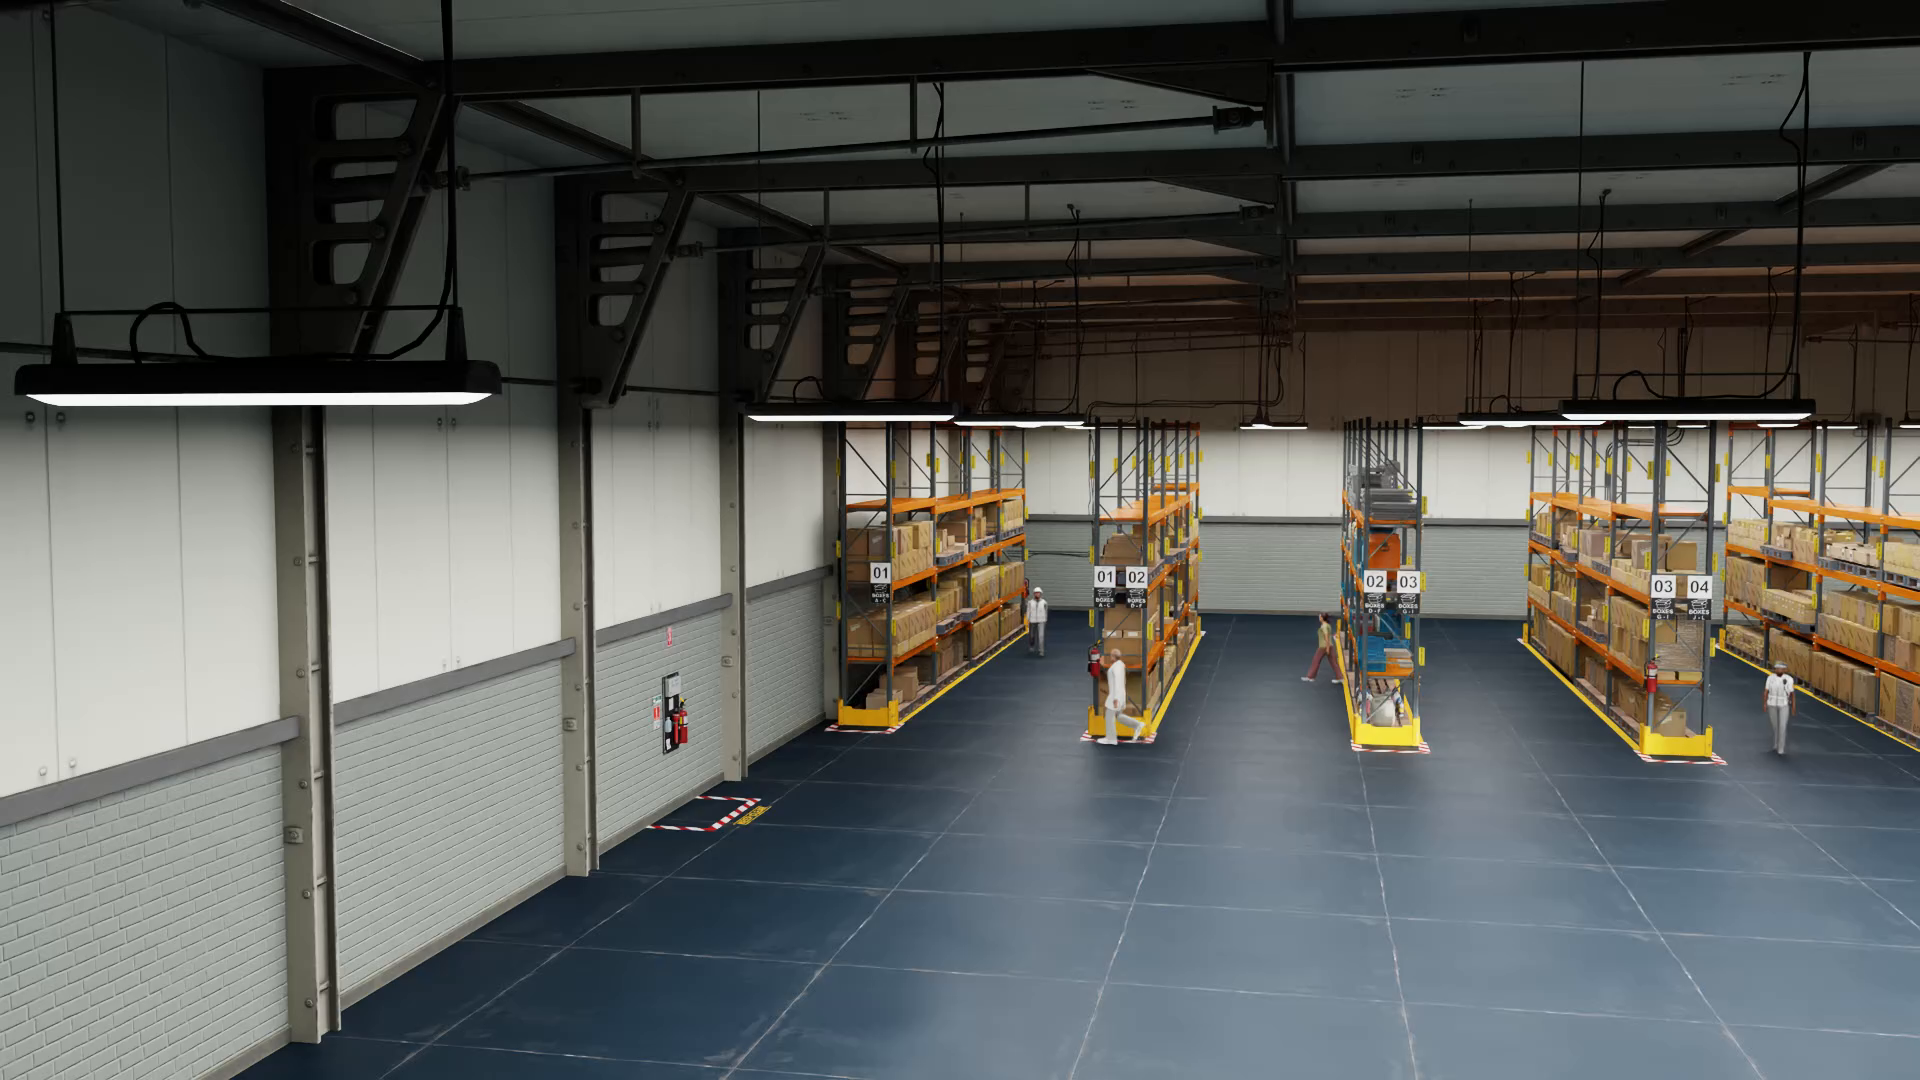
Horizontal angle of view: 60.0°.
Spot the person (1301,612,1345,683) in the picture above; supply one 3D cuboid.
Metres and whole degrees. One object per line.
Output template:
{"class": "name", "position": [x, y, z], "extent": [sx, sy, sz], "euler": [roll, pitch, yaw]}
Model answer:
{"class": "person", "position": [8.303, 2.437, 37.841], "extent": [1.017, 1.609, 0.464], "euler": [4, 5, 45]}

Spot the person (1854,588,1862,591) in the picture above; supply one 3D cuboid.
{"class": "person", "position": [23.534, 2.065, 43.593], "extent": [1.011, 1.598, 0.435], "euler": [2, 4, 33]}

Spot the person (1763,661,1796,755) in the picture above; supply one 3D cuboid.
{"class": "person", "position": [14.577, 2.964, 29.639], "extent": [0.494, 1.637, 0.919], "euler": [3, 5, 41]}

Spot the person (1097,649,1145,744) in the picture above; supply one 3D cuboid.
{"class": "person", "position": [2.951, 2.912, 30.435], "extent": [0.874, 1.646, 0.610], "euler": [0, 4, 5]}

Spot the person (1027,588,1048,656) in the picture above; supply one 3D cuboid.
{"class": "person", "position": [1.984, 2.087, 42.568], "extent": [0.552, 1.726, 1.017], "euler": [0, 4, 2]}
